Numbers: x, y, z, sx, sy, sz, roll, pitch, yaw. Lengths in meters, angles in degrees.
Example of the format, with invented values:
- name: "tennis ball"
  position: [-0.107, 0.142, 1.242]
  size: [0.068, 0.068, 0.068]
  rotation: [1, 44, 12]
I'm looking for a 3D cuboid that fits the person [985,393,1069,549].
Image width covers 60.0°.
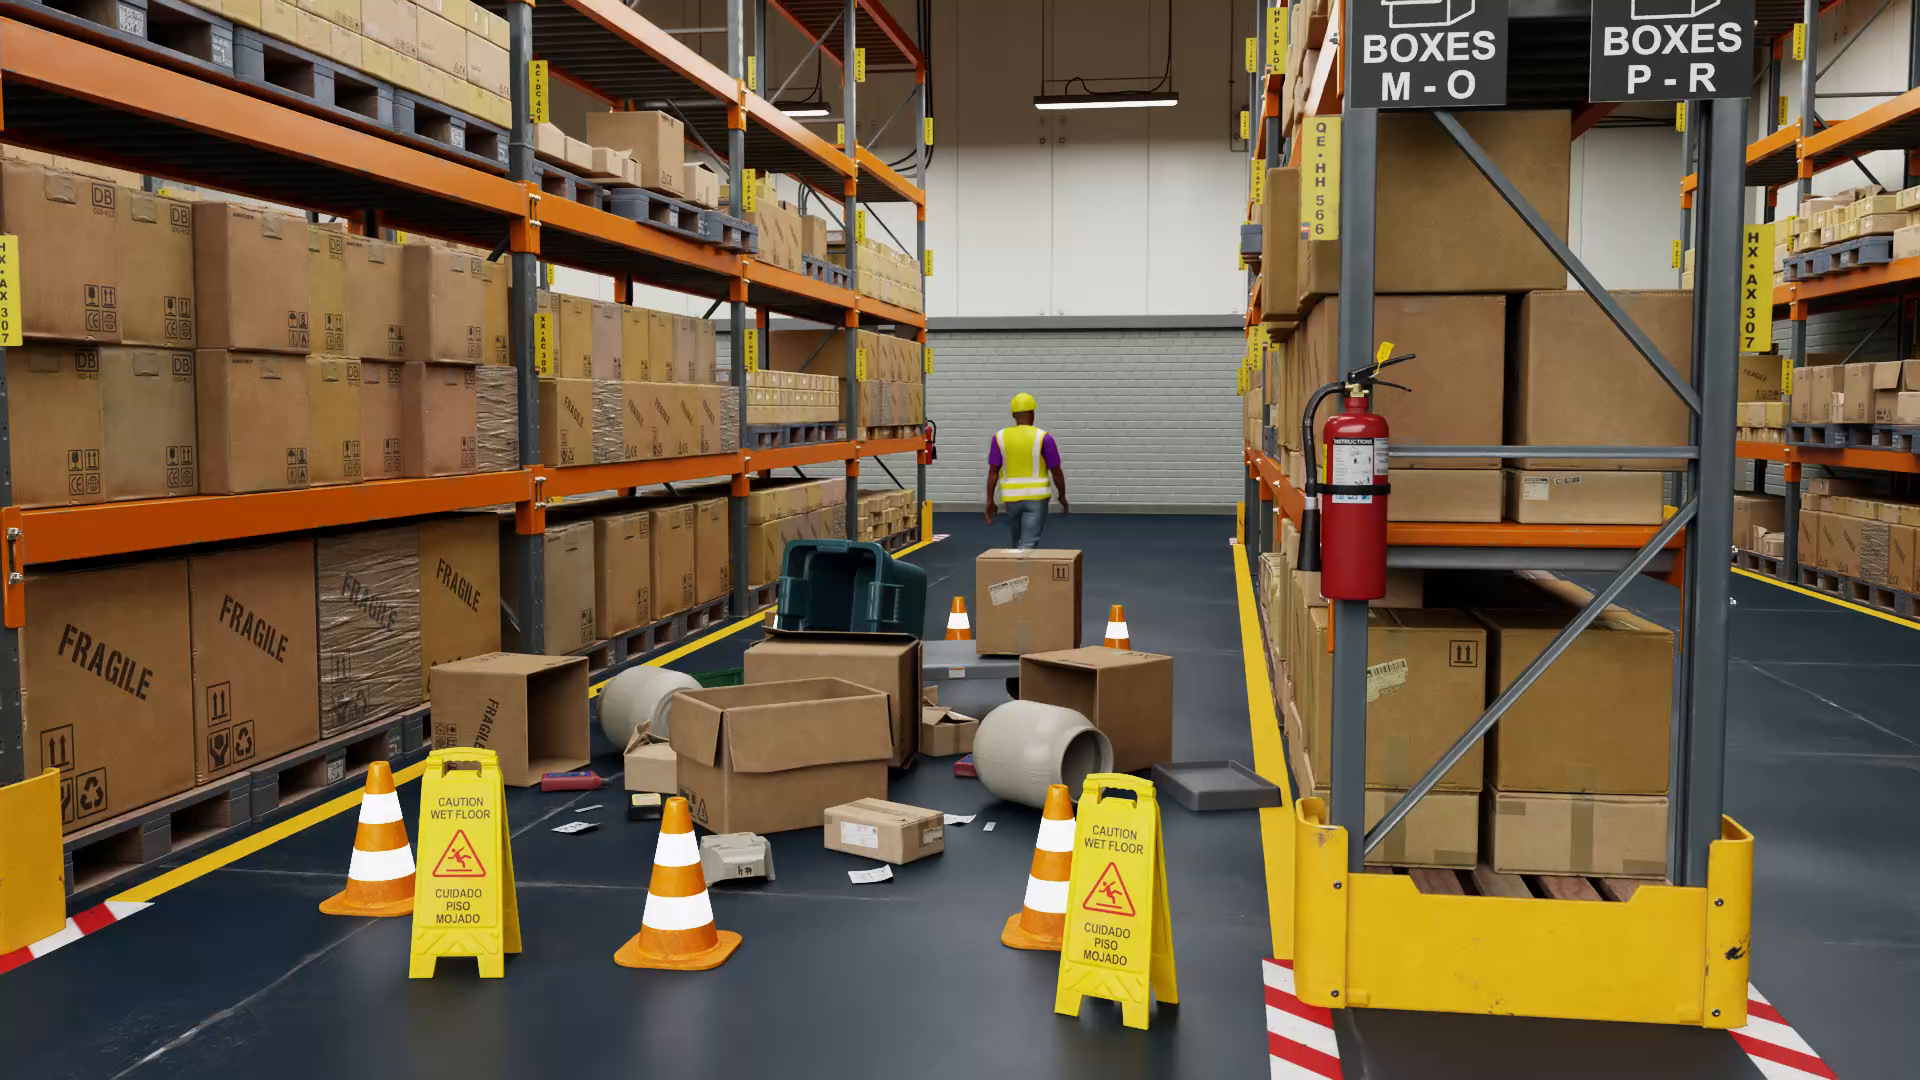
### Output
- name: "person"
  position: [0.579, -0.334, 13.625]
  size: [0.613, 1.732, 0.929]
  rotation: [2, 5, 24]
